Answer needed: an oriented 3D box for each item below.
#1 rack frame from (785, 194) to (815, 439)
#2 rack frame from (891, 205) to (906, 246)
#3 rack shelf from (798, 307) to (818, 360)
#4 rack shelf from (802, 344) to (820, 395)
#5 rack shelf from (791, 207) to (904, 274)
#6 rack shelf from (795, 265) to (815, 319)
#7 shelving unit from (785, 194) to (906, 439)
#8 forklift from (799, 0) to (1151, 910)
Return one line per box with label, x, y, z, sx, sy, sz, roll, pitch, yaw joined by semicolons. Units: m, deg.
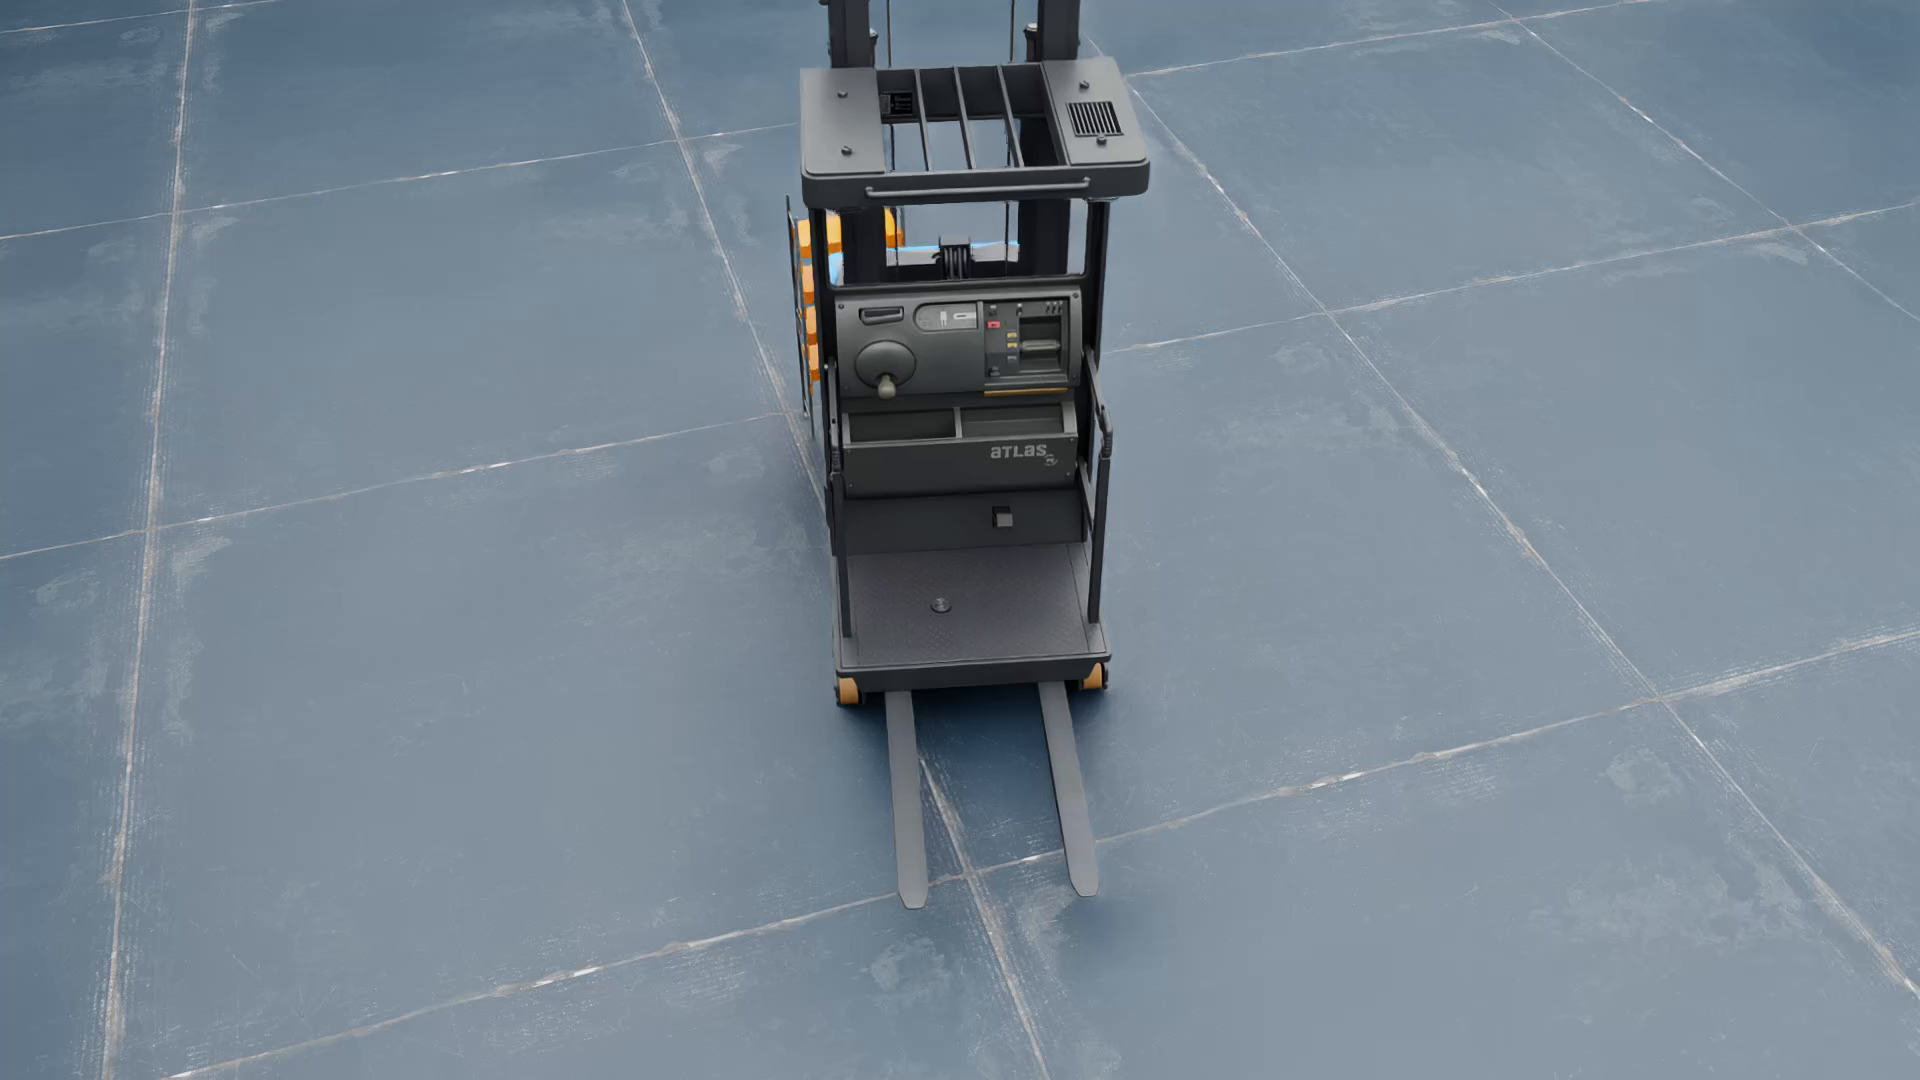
rack frame;-0.753;-1.035;7.864;0.015;1.200;0.240;-10;40;-11
rack frame;-0.281;-1.115;7.956;0.015;1.200;0.240;-10;40;-11
rack shelf;-0.516;-1.023;7.952;0.480;0.148;0.258;-10;40;-11
rack shelf;-0.514;-0.868;8.076;0.480;0.148;0.258;-10;40;-11
rack shelf;-0.521;-1.382;7.664;0.480;0.148;0.258;-10;40;-11
rack shelf;-0.519;-1.197;7.812;0.480;0.148;0.258;-10;40;-11
shelving unit;-0.517;-1.075;7.910;0.503;1.200;0.258;-10;40;-11
forklift;0.019;-0.662;6.130;1.130;2.935;3.031;-3;41;-4
